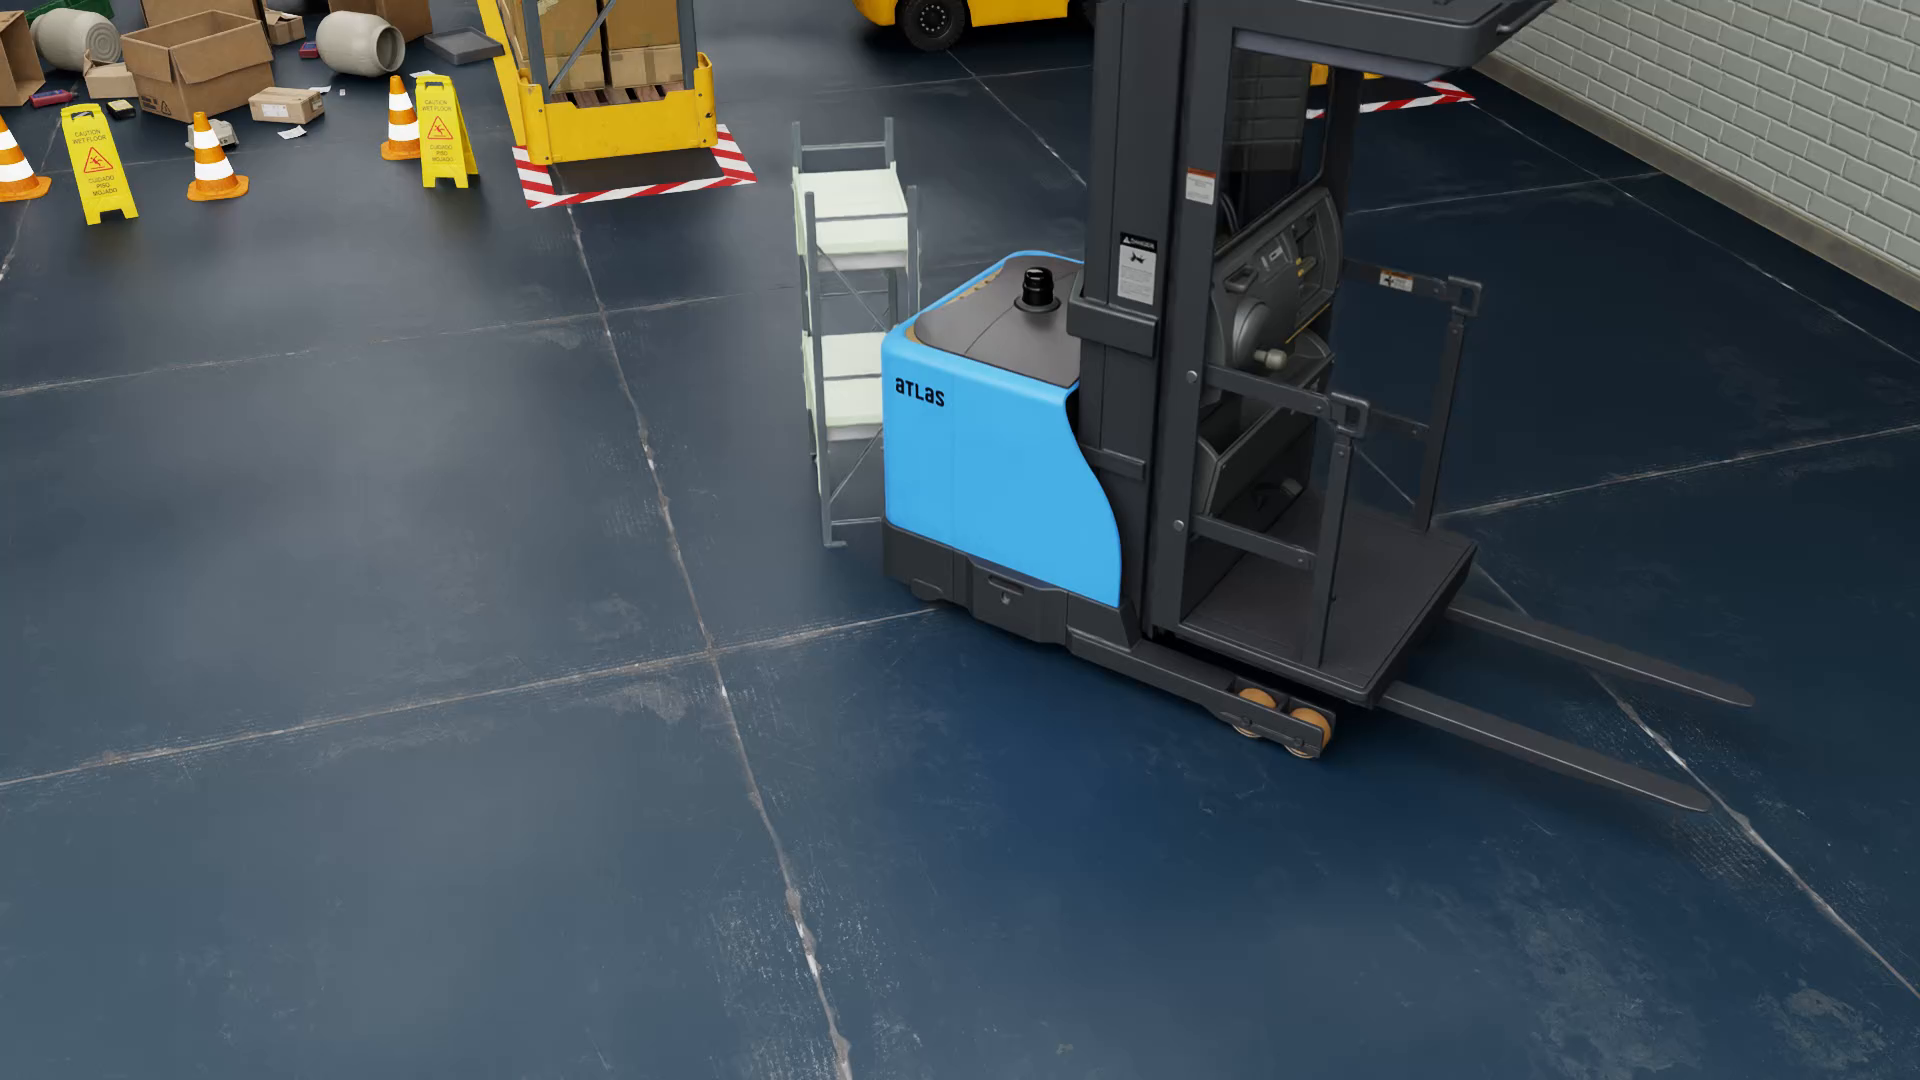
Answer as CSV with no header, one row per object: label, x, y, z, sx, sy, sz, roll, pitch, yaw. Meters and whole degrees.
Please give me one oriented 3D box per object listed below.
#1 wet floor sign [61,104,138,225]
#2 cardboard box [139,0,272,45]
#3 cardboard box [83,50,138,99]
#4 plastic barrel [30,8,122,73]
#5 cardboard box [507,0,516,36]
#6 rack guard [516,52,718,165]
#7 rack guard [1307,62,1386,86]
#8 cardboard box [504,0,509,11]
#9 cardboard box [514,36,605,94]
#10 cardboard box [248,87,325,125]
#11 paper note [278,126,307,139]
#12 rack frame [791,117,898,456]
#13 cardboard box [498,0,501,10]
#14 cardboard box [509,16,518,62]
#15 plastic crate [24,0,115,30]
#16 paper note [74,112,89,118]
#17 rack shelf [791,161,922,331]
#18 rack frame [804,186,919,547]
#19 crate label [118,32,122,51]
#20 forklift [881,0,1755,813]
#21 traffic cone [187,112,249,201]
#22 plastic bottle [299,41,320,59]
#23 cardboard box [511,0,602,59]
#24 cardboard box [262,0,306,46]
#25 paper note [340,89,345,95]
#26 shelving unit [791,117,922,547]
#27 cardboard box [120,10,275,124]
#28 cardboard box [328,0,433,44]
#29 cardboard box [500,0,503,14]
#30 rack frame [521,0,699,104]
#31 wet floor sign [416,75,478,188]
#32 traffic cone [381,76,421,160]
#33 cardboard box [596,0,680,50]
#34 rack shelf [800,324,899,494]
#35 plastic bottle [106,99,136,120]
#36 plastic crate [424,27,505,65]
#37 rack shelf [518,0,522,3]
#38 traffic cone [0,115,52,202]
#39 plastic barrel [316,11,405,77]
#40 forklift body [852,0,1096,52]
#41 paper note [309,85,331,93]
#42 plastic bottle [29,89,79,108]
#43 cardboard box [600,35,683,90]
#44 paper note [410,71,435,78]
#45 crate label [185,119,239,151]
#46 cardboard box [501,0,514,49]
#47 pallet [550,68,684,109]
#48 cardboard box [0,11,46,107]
wet floor sign,-4.896,-2.150,9.418,0.267,0.644,0.232,-16,37,-23
cardboard box,-5.347,-3.701,11.771,0.797,0.637,0.503,-10,35,-15
cardboard box,-5.732,-3.181,11.323,0.396,0.266,0.258,-4,34,-6
plastic barrel,-6.203,-3.502,11.666,0.512,0.421,0.421,13,36,18
cardboard box,-2.762,-3.691,11.048,0.500,0.500,0.500,-9,34,-13
rack guard,-2.130,-2.697,10.378,1.175,0.500,0.348,-10,35,-15
rack guard,2.627,-3.481,11.565,1.175,0.500,0.348,-10,35,-15
cardboard box,-2.909,-3.957,11.451,0.500,0.500,0.500,-11,35,-16
cardboard box,-2.617,-3.120,10.864,0.500,0.250,0.500,-10,35,-15
cardboard box,-4.430,-2.859,10.941,0.380,0.149,0.250,7,34,10
paper note,-4.291,-2.623,10.691,0.148,0.019,0.142,-23,40,-31
rack frame,-0.462,-1.019,6.931,0.400,1.500,0.023,-5,34,-7
cardboard box,-3.230,-4.195,12.490,0.500,0.250,0.500,-8,34,-12
cardboard box,-2.760,-3.380,11.258,0.500,0.250,0.500,-10,35,-15
plastic crate,-6.710,-3.894,12.421,0.450,0.188,0.662,-2,32,16
paper note,-5.809,-2.806,10.988,0.032,0.001,0.123,7,34,10
rack shelf,-0.407,-1.145,6.414,0.431,0.370,0.720,-5,34,-7
rack frame,-0.353,-0.619,6.327,0.400,1.500,0.023,-5,34,-7
crate label,-6.280,-3.639,12.132,0.250,0.136,0.298,19,38,26
forklift,1.211,-0.820,5.332,3.031,2.935,1.130,20,38,28
traffic cone,-4.420,-2.285,9.789,0.336,0.463,0.334,-10,35,-15
plastic bottle,-4.719,-3.581,12.114,0.133,0.061,0.283,-4,34,-6
cardboard box,-2.599,-3.418,10.634,0.500,0.500,0.500,-10,35,-14
cardboard box,-5.122,-3.871,12.367,0.396,0.266,0.258,19,38,26
paper note,-4.225,-3.063,11.376,0.032,0.001,0.123,-10,35,-15
shelving unit,-0.407,-0.819,6.629,0.431,1.500,0.755,-5,34,-7
cardboard box,-5.054,-3.155,11.068,0.637,0.503,0.797,19,38,26
cardboard box,-4.296,-3.967,12.297,0.500,0.500,0.500,13,36,18
cardboard box,-3.066,-3.916,12.069,0.500,0.250,0.500,-10,35,-15
rack frame,-2.107,-3.700,9.628,1.000,3.000,0.127,-10,35,-15
wet floor sign,-3.068,-2.438,9.854,0.267,0.644,0.232,1,33,2
traffic cone,-3.466,-2.650,10.341,0.336,0.463,0.334,-10,35,-15
cardboard box,-2.097,-3.523,10.794,0.500,0.500,0.500,-11,35,-16
rack shelf,-0.407,-0.547,6.809,0.431,0.370,0.720,-5,34,-7
plastic bottle,-5.577,-2.865,11.030,0.133,0.061,0.283,-23,40,-31
plastic crate,-3.629,-3.620,12.155,0.402,0.080,0.583,-23,40,-31
rack shelf,-2.717,-4.450,11.416,1.077,0.370,4.000,-10,35,-15
traffic cone,-5.600,-2.274,9.771,0.336,0.463,0.334,-10,35,-15
plastic barrel,-4.179,-3.455,11.595,0.512,0.421,0.421,13,36,18
forklift body,0.303,-4.871,12.171,2.313,2.155,1.214,-10,35,-15
paper note,-4.407,-3.089,11.408,0.148,0.019,0.142,1,33,2
plastic bottle,-6.106,-2.983,11.208,0.283,0.061,0.133,-23,40,-31
cardboard box,-2.089,-3.198,10.982,0.500,0.250,0.500,-10,35,-15
paper note,-3.770,-3.274,11.676,0.142,0.019,0.148,-23,40,-31
crate label,-4.719,-2.552,10.487,0.298,0.136,0.250,27,42,34
cardboard box,-2.925,-3.654,11.672,0.500,0.250,0.500,-11,35,-16
pallet,-2.344,-3.009,11.112,1.003,0.211,1.213,-10,35,-15
cardboard box,-6.559,-3.230,11.183,0.500,0.500,0.500,-4,34,-6
